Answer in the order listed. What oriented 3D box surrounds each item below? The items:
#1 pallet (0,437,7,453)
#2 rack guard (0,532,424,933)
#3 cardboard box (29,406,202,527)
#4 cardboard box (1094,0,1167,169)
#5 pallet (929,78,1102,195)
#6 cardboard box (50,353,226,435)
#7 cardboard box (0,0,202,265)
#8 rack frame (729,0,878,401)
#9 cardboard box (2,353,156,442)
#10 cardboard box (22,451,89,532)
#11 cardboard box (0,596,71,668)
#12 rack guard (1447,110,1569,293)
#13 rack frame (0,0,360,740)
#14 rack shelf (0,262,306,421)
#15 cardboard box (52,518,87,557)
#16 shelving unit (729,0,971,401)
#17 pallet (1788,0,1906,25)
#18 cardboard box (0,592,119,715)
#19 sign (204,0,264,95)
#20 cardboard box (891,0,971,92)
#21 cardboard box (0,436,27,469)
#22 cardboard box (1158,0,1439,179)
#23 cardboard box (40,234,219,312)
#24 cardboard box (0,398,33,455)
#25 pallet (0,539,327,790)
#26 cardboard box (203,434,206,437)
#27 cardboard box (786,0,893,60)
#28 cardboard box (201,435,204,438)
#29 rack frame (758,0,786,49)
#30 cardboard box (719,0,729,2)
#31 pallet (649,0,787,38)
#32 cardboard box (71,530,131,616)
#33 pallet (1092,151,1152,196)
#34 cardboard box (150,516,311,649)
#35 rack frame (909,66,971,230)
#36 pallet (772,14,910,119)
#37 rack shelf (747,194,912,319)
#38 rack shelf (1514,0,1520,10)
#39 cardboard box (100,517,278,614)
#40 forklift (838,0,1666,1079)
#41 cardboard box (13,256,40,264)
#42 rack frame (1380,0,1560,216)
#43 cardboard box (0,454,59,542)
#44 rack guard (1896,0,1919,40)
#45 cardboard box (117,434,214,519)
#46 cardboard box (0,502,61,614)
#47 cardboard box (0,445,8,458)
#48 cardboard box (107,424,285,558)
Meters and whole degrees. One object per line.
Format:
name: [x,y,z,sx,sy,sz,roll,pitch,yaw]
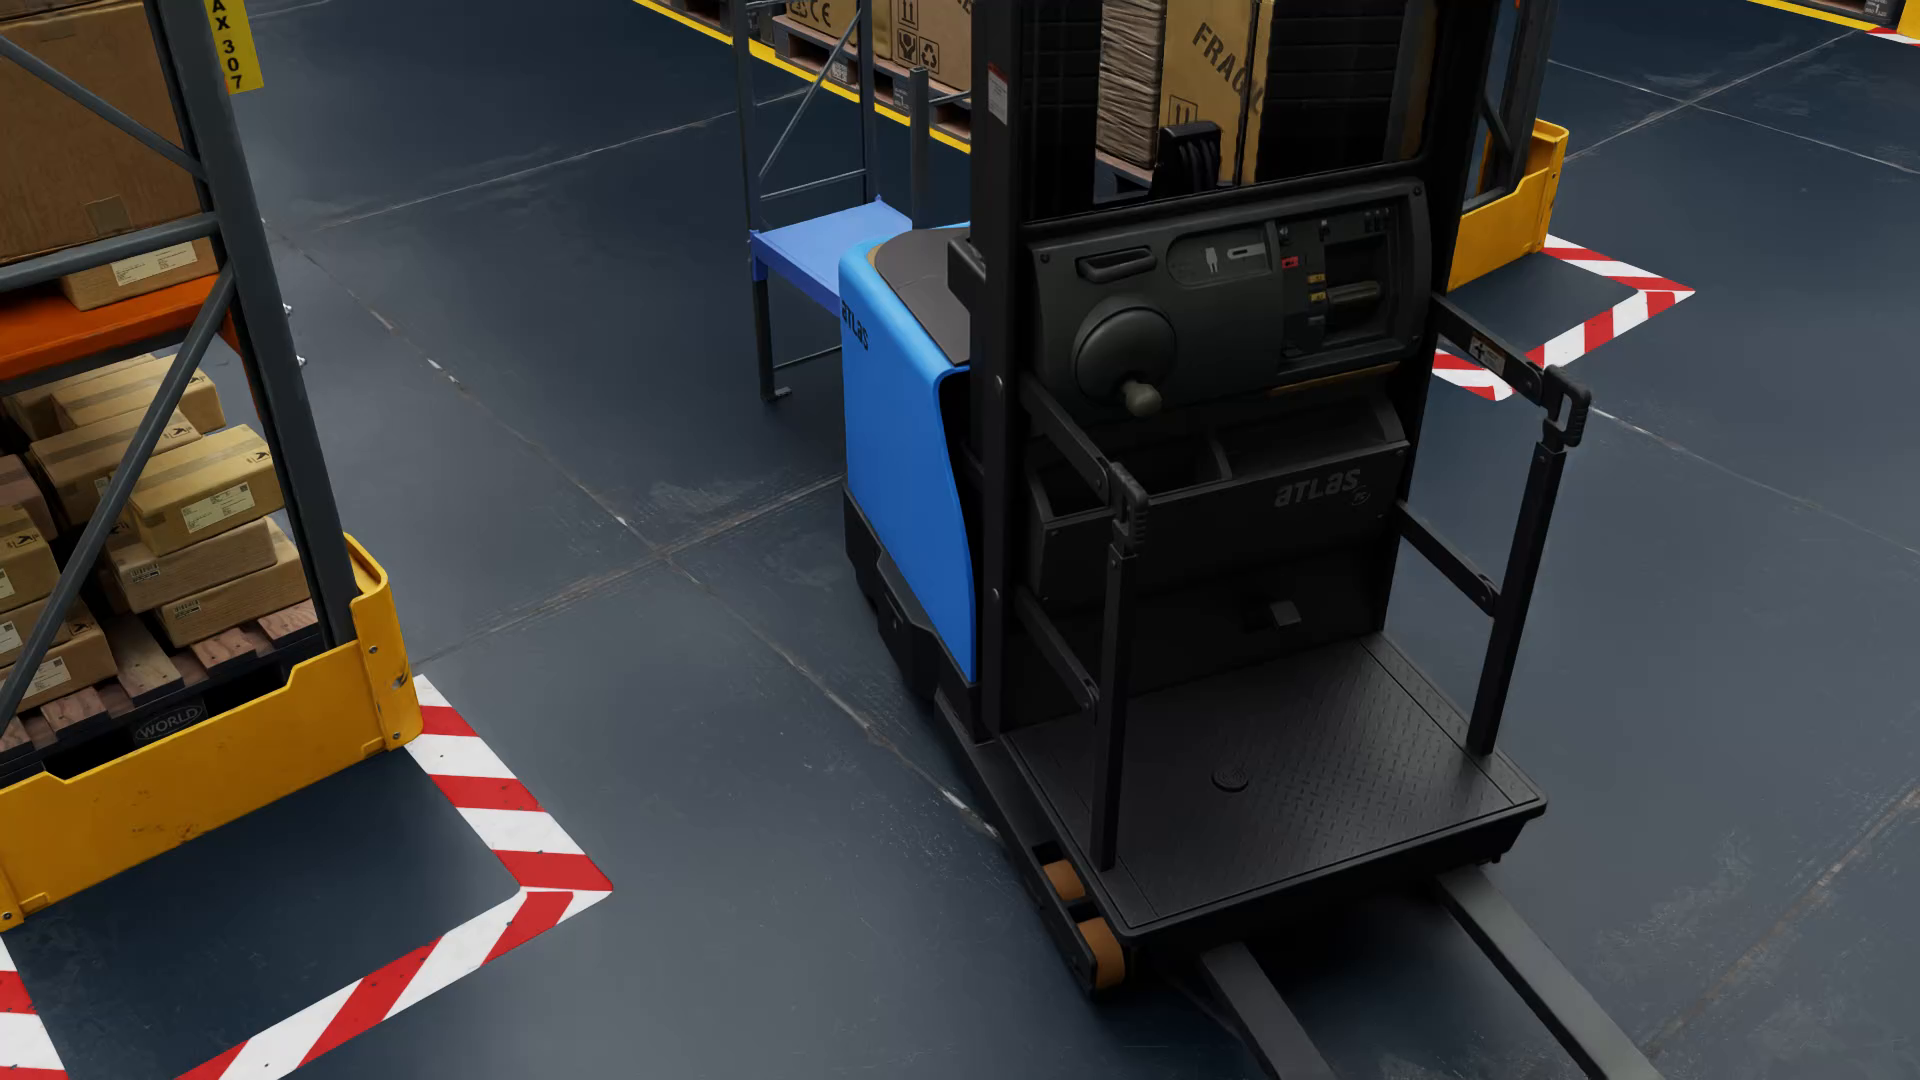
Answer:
pallet: [-3.270,-0.334,5.539,1.003,0.211,1.213,-26,43,-32]
rack guard: [-1.990,0.458,4.170,1.175,0.500,0.348,-26,43,-32]
cardboard box: [-2.289,-0.214,4.545,0.380,0.149,0.250,-25,42,-31]
cardboard box: [0.852,-2.292,7.367,0.875,0.875,0.875,-26,43,-32]
pallet: [0.554,-2.058,7.973,1.003,0.211,1.213,-26,43,-32]
cardboard box: [-2.354,-0.373,4.770,0.380,0.149,0.250,-26,43,-32]
cardboard box: [-2.020,-0.992,3.711,0.500,0.500,0.500,-24,42,-30]
rack frame: [-0.502,-1.200,5.646,0.500,1.500,0.032,-22,41,-28]
cardboard box: [-2.577,-0.452,4.881,0.380,0.149,0.250,-28,44,-34]
cardboard box: [-2.442,-0.202,4.785,0.380,0.149,0.250,-25,43,-31]
cardboard box: [-2.500,0.216,4.196,0.380,0.149,0.250,-27,44,-33]
rack guard: [1.929,-1.303,6.657,1.175,0.500,0.348,-26,43,-32]
rack frame: [-1.941,-0.528,3.401,1.000,3.000,0.127,-26,43,-32]
rack shelf: [-3.232,-1.118,4.855,1.077,0.370,4.000,-26,43,-32]
cardboard box: [-2.432,-0.079,4.870,0.380,0.149,0.250,-26,43,-31]
shelving unit: [-0.212,-0.958,5.305,0.538,1.500,1.048,-22,41,-28]
pallet: [5.194,-3.422,9.899,1.003,0.211,1.213,-26,43,-32]
cardboard box: [-2.440,0.309,4.322,0.380,0.149,0.250,-25,42,-31]
sign: [-1.527,-1.084,3.436,0.100,0.325,0.005,-26,43,-32]
cardboard box: [0.277,-2.685,7.921,0.875,0.875,0.875,-26,43,-32]
cardboard box: [-2.750,-0.310,5.196,0.380,0.149,0.250,-26,43,-32]
cardboard box: [1.439,-1.891,6.799,0.875,0.875,0.875,-26,43,-32]
cardboard box: [-1.900,-0.691,3.848,0.380,0.149,0.250,-26,43,-32]
cardboard box: [-2.769,-0.437,5.118,0.380,0.149,0.250,-28,44,-34]
pallet: [-2.487,0.204,4.779,1.003,0.211,1.213,-26,43,-32]
cardboard box: [-2.513,-0.233,5.087,0.380,0.149,0.250,-25,43,-31]
cardboard box: [-0.303,-3.083,8.482,0.875,0.875,0.875,-26,43,-32]
cardboard box: [-2.525,-0.355,5.003,0.380,0.149,0.250,-25,42,-30]
rack frame: [-0.668,-4.100,8.443,1.000,3.000,0.127,-26,43,-32]
cardboard box: [-1.096,-3.679,9.324,1.225,0.875,0.875,-26,43,-32]
pallet: [-1.224,-3.274,9.691,1.003,0.211,1.213,-26,43,-32]
cardboard box: [-2.266,0.028,4.718,0.380,0.149,0.250,-26,43,-32]
pallet: [1.337,-1.519,7.213,1.003,0.211,1.213,-26,43,-32]
cardboard box: [-2.035,0.113,4.598,0.380,0.149,0.250,-25,42,-31]
rack frame: [0.078,-0.717,4.965,0.500,1.500,0.032,-22,41,-28]
pallet: [-0.237,-2.597,8.734,1.003,0.211,1.213,-26,43,-32]
rack shelf: [-0.212,-0.811,5.409,0.538,0.185,1.000,-22,41,-28]
rack shelf: [0.622,-2.923,7.404,1.077,0.370,4.000,-26,43,-32]
cardboard box: [-2.083,0.015,4.479,0.380,0.149,0.250,-24,42,-30]
forklift: [0.669,-0.446,3.344,1.130,2.935,3.031,-13,37,-18]
cardboard box: [-2.096,-0.788,3.985,0.380,0.149,0.250,-24,42,-30]
rack frame: [1.913,-2.334,5.950,1.000,3.000,0.127,-26,43,-32]
cardboard box: [-2.595,-0.051,4.315,0.380,0.149,0.250,-25,42,-31]
rack guard: [5.722,-3.155,9.272,1.175,0.500,0.348,-26,43,-32]
cardboard box: [-2.217,-0.127,4.679,0.380,0.149,0.250,-26,43,-32]
cardboard box: [-2.476,0.082,4.128,0.380,0.149,0.250,-25,43,-31]
cardboard box: [-2.931,-0.170,4.741,0.380,0.149,0.250,-27,43,-32]
cardboard box: [-2.020,-0.137,4.437,0.380,0.149,0.250,-28,44,-34]
